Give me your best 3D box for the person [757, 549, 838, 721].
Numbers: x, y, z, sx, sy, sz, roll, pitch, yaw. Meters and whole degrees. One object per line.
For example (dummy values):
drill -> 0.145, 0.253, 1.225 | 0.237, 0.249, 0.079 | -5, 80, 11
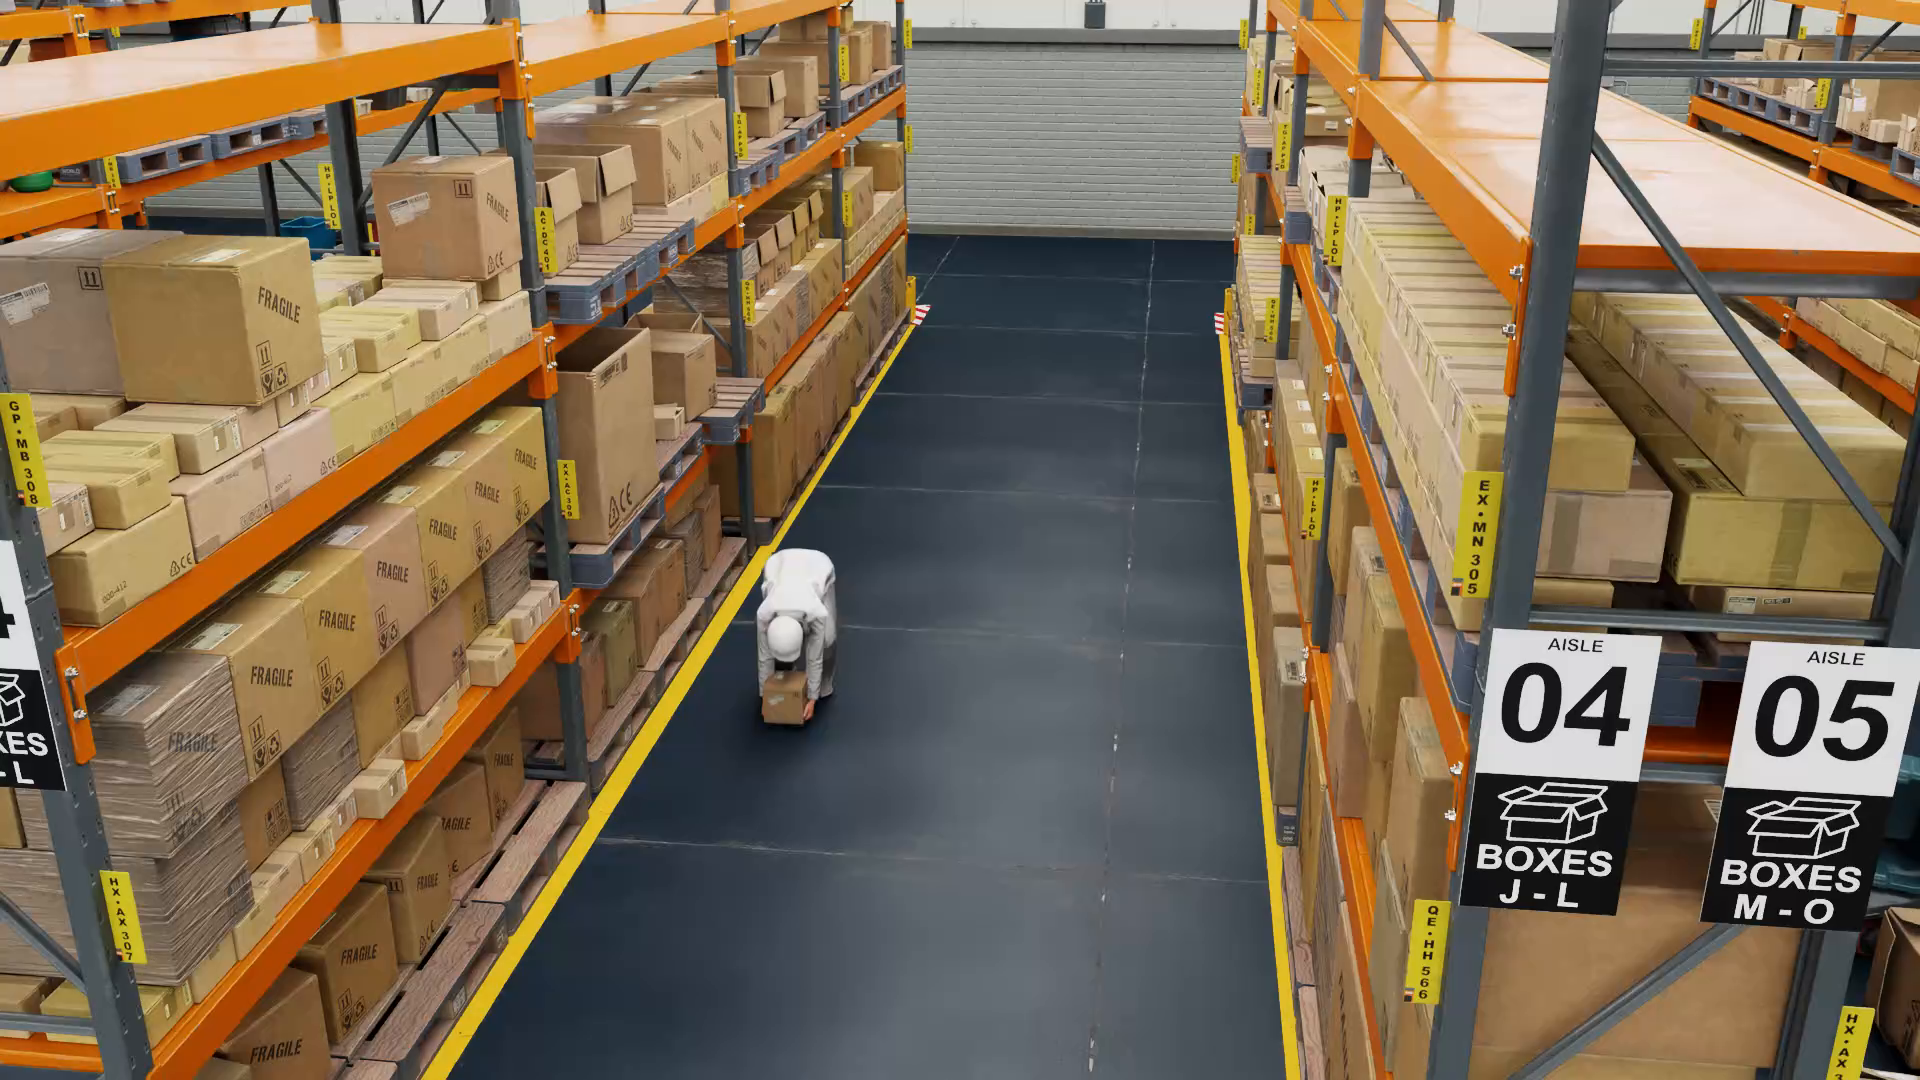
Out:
person -> -1.045, 0.599, 10.616 | 0.513, 0.960, 0.996 | 1, 21, 4
